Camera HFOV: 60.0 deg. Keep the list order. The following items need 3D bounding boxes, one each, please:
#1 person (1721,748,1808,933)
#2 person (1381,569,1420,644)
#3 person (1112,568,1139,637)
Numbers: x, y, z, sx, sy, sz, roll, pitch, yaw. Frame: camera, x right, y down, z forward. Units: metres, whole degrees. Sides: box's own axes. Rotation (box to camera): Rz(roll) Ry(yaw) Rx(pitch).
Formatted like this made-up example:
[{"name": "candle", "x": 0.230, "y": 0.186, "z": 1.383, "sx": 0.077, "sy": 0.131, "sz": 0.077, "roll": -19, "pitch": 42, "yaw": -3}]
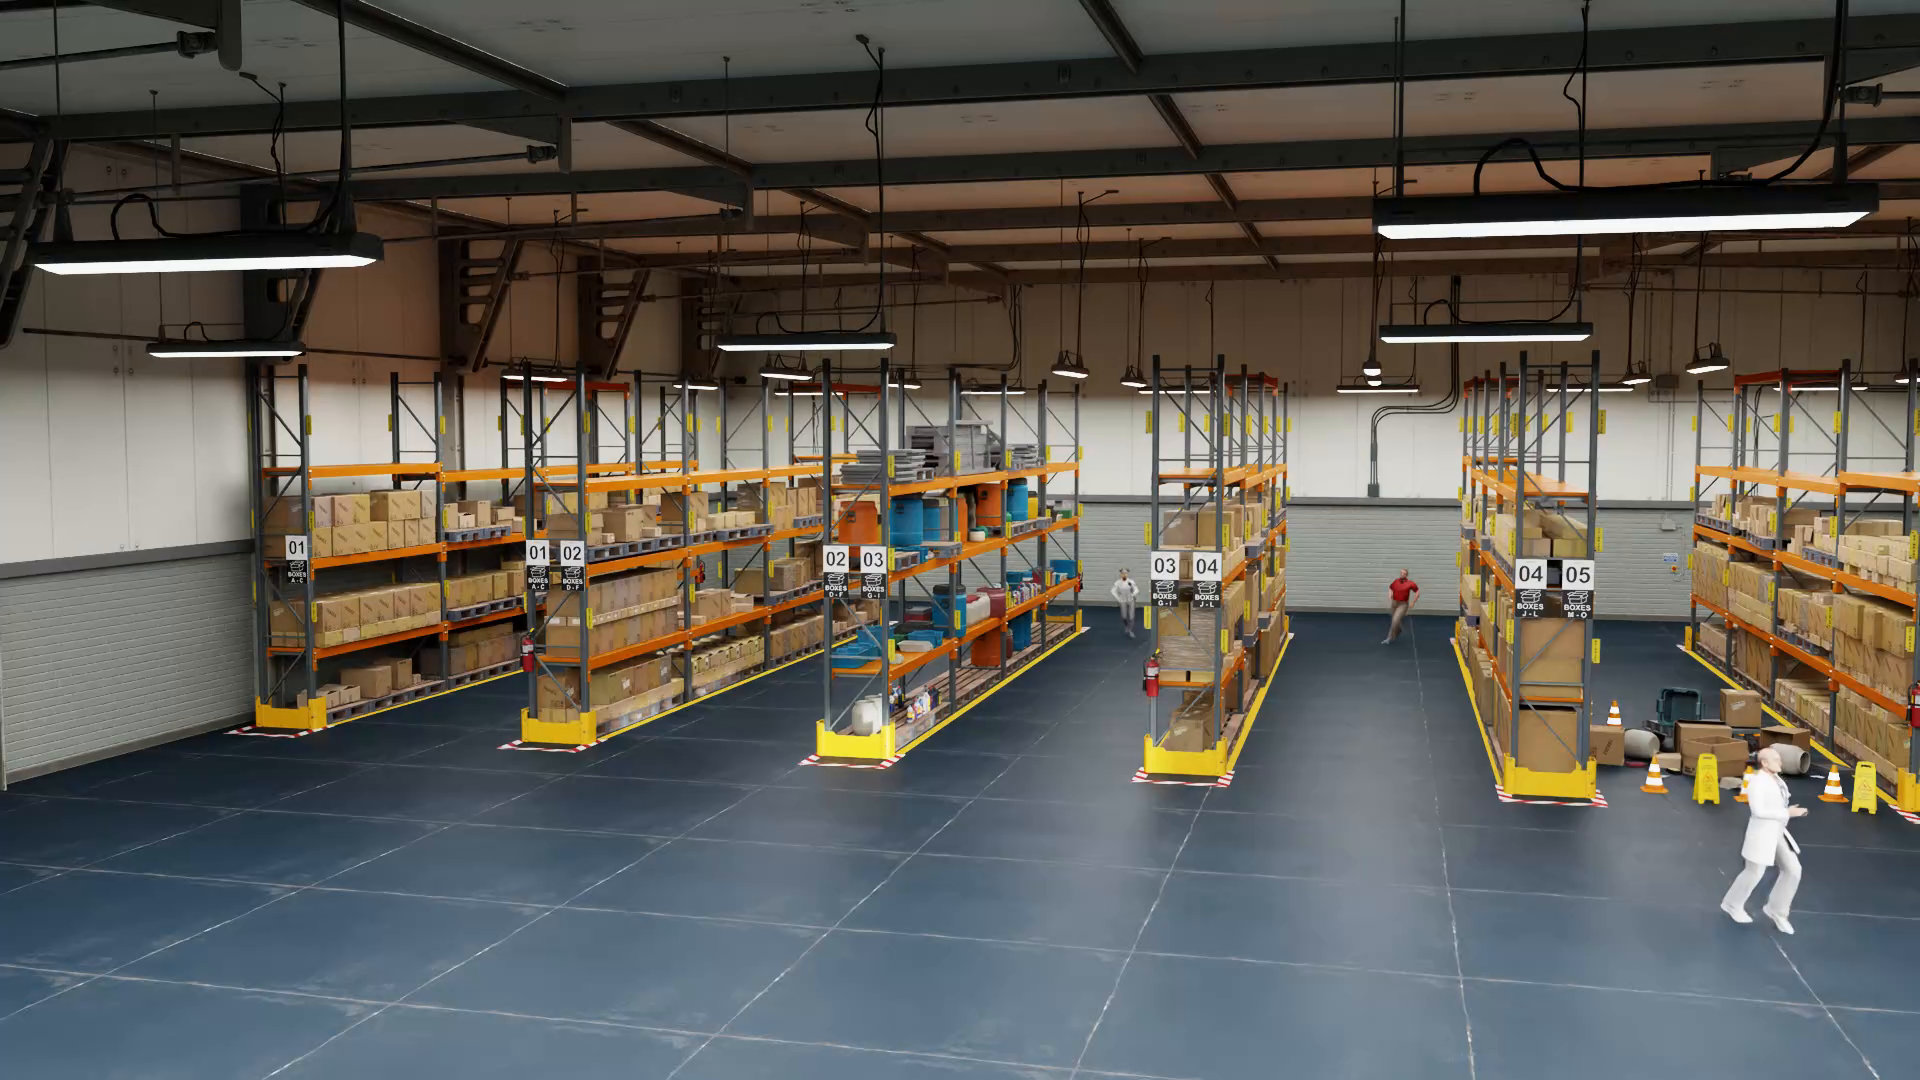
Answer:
[{"name": "person", "x": 7.987, "y": 2.983, "z": 16.487, "sx": 0.709, "sy": 1.856, "sz": 0.840, "roll": -3, "pitch": 5, "yaw": -35}, {"name": "person", "x": 10.093, "y": 1.517, "z": 38.131, "sx": 0.971, "sy": 1.704, "sz": 0.738, "roll": -4, "pitch": 5, "yaw": -43}, {"name": "person", "x": 3.915, "y": 1.473, "z": 39.283, "sx": 0.632, "sy": 1.650, "sz": 0.558, "roll": 0, "pitch": 4, "yaw": -1}]
